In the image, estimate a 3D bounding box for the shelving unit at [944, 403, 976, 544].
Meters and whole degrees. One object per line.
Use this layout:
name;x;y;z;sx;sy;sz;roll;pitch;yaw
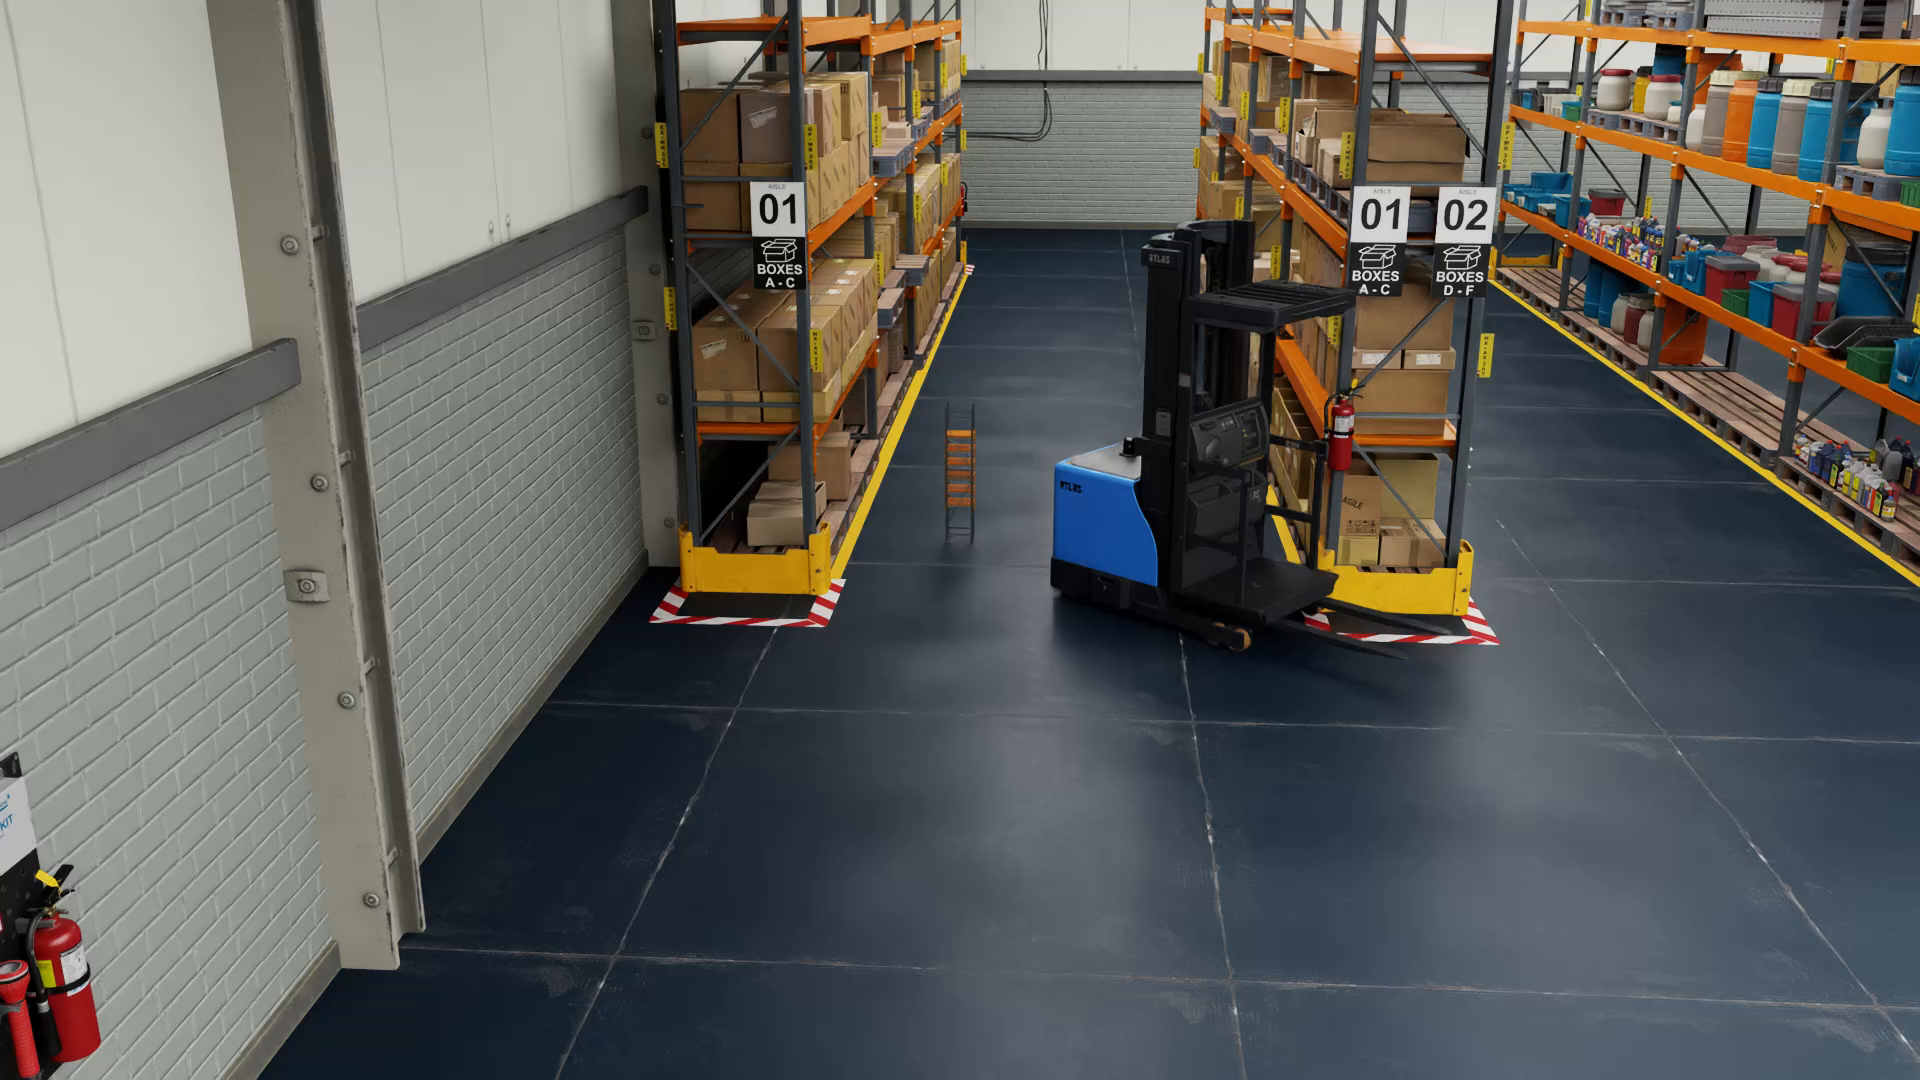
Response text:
shelving unit;-0.001;-0.566;14.222;0.258;1.200;0.189;1;18;4

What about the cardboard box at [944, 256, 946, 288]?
cardboard box;-0.576;-4.157;25.632;0.700;0.500;0.500;1;18;3

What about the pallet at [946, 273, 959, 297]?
pallet;-0.554;-4.049;26.440;1.003;0.211;1.213;1;18;4

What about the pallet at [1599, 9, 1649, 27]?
pallet;9.082;-6.852;21.827;1.003;0.211;1.213;1;18;4

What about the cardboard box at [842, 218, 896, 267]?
cardboard box;-1.095;-3.453;19.278;0.700;0.500;0.500;0;18;-1

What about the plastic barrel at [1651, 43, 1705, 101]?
plastic barrel;9.141;-5.868;21.217;0.600;0.901;0.708;1;18;4

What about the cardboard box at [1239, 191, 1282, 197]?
cardboard box;4.105;-4.347;22.037;0.700;0.500;0.500;-3;18;-10

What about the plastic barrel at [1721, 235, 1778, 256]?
plastic barrel;9.093;-3.210;19.183;0.600;0.536;0.708;1;18;4

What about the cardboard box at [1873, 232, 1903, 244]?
cardboard box;14.242;-4.100;24.857;0.875;0.875;0.875;1;18;4

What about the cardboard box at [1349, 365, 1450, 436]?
cardboard box;3.356;-1.115;12.849;0.700;0.500;0.500;1;18;4

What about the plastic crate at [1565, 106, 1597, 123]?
plastic crate;8.839;-6.001;23.444;0.450;0.188;0.662;1;18;4

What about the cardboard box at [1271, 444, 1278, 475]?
cardboard box;3.220;-0.766;15.684;0.500;0.250;0.500;1;18;4

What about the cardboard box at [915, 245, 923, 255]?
cardboard box;-0.673;-3.663;21.156;0.380;0.149;0.250;2;18;6

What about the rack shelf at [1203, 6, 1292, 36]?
rack shelf;4.313;-7.779;24.871;1.077;0.370;4.000;1;18;4

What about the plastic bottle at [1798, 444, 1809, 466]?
plastic bottle;8.069;-0.812;15.872;0.097;0.201;0.097;0;18;0

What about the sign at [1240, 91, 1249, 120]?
sign;3.342;-5.092;19.497;0.100;0.325;0.005;1;18;4

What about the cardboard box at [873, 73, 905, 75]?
cardboard box;-1.019;-5.842;21.751;0.700;0.500;0.500;1;18;4

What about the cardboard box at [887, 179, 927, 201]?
cardboard box;-0.699;-4.529;21.554;0.500;0.250;0.500;1;18;4

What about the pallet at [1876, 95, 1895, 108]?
pallet;14.210;-6.443;24.593;1.003;0.211;1.213;1;18;4

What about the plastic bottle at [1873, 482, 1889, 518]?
plastic bottle;7.935;-0.346;14.319;0.061;0.283;0.133;2;18;5

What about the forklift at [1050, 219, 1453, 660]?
forklift;2.137;-0.771;12.068;3.031;2.935;1.130;16;24;40

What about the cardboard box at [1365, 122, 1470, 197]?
cardboard box;3.355;-2.842;12.397;0.797;0.503;0.637;3;18;8

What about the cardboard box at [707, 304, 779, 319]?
cardboard box;-1.764;-1.634;13.598;0.500;0.500;0.500;2;18;5

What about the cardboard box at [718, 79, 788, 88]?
cardboard box;-1.732;-3.608;14.002;0.500;0.500;0.500;1;18;4

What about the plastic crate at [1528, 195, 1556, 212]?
plastic crate;8.935;-5.158;25.520;0.416;0.233;0.300;1;18;4

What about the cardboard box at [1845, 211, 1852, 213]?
cardboard box;13.911;-5.129;25.661;0.380;0.149;0.250;1;18;3

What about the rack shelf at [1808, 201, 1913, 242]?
rack shelf;14.194;-4.707;25.126;1.077;0.370;4.000;1;18;4

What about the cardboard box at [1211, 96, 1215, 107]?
cardboard box;4.013;-6.472;24.780;0.500;0.250;0.500;1;18;4

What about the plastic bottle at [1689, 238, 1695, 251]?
plastic bottle;9.279;-3.684;21.057;0.097;0.271;0.097;0;18;0

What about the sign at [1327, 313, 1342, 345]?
sign;2.770;-1.602;12.256;0.100;0.325;0.005;1;18;4

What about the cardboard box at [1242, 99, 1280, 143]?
cardboard box;3.881;-5.017;19.939;0.910;0.500;0.500;1;18;4

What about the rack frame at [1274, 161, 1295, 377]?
rack frame;3.597;-2.165;16.214;1.000;3.000;0.127;1;18;4

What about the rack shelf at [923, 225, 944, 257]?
rack shelf;-0.915;-3.796;22.347;1.077;0.370;4.000;1;18;4

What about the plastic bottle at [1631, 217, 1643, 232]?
plastic bottle;9.405;-4.350;23.080;0.152;0.276;0.135;1;18;4

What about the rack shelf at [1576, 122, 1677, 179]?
rack shelf;8.967;-5.001;21.205;1.077;0.370;4.000;1;18;4

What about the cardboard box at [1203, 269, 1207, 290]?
cardboard box;3.982;-3.998;25.417;0.500;0.311;0.500;1;18;4

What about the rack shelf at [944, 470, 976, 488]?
rack shelf;-0.001;-0.523;14.236;0.258;0.103;0.180;1;18;4

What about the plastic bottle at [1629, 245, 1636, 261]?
plastic bottle;8.512;-3.625;20.988;0.097;0.201;0.097;0;18;0

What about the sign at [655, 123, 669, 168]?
sign;-2.184;-2.897;12.209;0.100;0.325;0.005;1;18;4

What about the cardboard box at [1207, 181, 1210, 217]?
cardboard box;4.020;-5.178;25.248;0.500;0.500;0.500;2;18;5

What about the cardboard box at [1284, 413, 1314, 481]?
cardboard box;3.146;-0.812;14.620;0.500;0.500;0.500;1;18;4

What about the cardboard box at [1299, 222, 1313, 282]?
cardboard box;3.571;-2.691;15.576;0.700;0.500;0.500;1;18;4

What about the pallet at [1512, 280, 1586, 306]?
pallet;9.209;-3.822;25.749;1.003;0.211;1.213;1;18;4

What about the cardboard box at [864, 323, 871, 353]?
cardboard box;-1.120;-1.905;15.627;0.500;0.250;0.500;1;18;4

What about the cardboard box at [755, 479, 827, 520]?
cardboard box;-1.451;-0.354;14.297;0.500;0.311;0.500;3;18;8

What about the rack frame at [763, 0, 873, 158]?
rack frame;-1.345;-5.126;15.614;1.000;3.000;0.127;1;18;4

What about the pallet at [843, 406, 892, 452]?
pallet;-1.290;-1.191;17.720;1.003;0.211;1.213;1;18;4

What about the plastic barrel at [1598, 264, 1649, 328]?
plastic barrel;9.004;-3.352;22.532;0.600;0.901;0.708;1;18;4

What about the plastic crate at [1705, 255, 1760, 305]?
plastic crate;8.403;-2.831;18.144;0.402;0.464;0.583;1;18;4

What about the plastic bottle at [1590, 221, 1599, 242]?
plastic bottle;8.635;-4.193;22.608;0.097;0.271;0.097;0;18;0

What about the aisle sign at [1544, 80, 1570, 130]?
aisle sign;9.694;-7.032;26.891;0.394;0.787;0.004;1;18;4

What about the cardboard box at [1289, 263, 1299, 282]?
cardboard box;3.706;-2.615;17.425;0.500;0.500;0.500;3;18;8

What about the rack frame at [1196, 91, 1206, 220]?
rack frame;4.457;-5.892;27.588;1.000;3.000;0.127;1;18;4
